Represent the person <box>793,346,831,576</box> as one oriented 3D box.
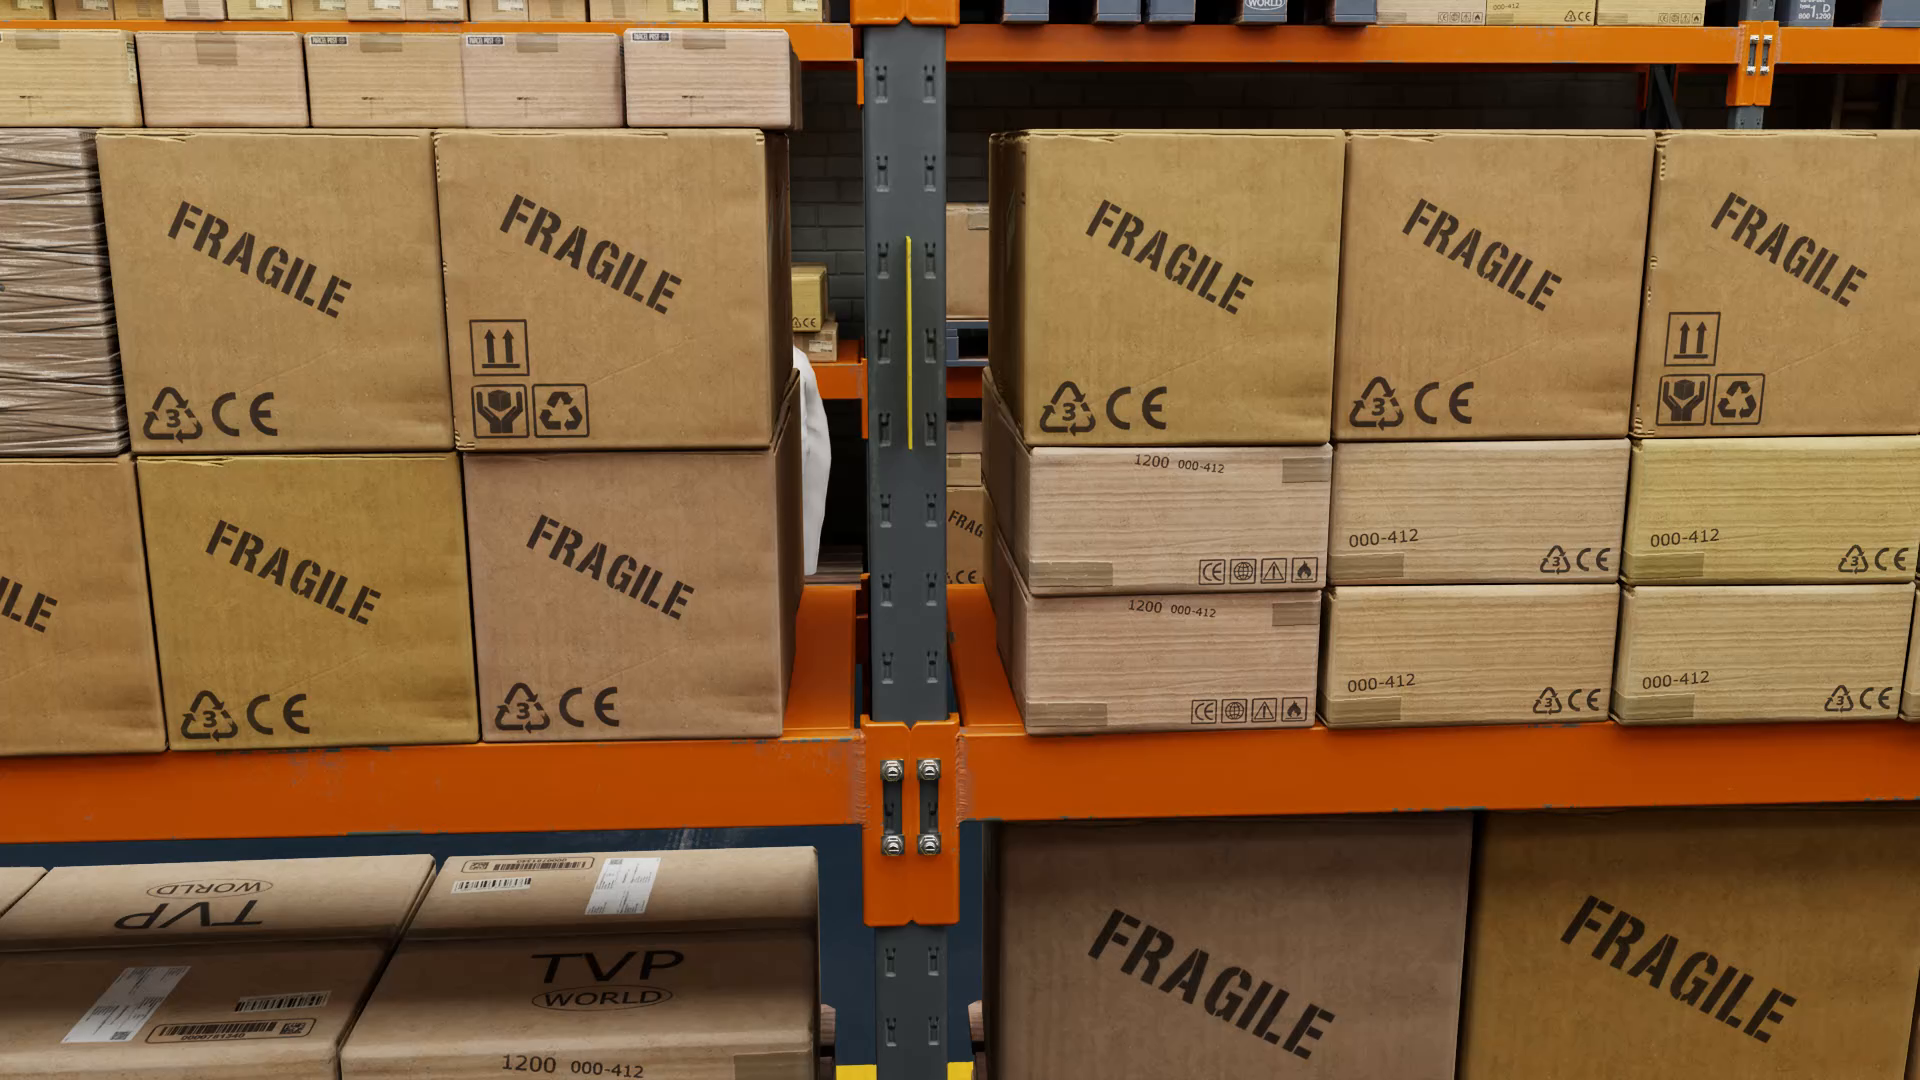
[{"bbox_3d":[-0.720,-0.121,6.534,0.429,1.773,0.650,-2,13,-7],"label":"person"}]
